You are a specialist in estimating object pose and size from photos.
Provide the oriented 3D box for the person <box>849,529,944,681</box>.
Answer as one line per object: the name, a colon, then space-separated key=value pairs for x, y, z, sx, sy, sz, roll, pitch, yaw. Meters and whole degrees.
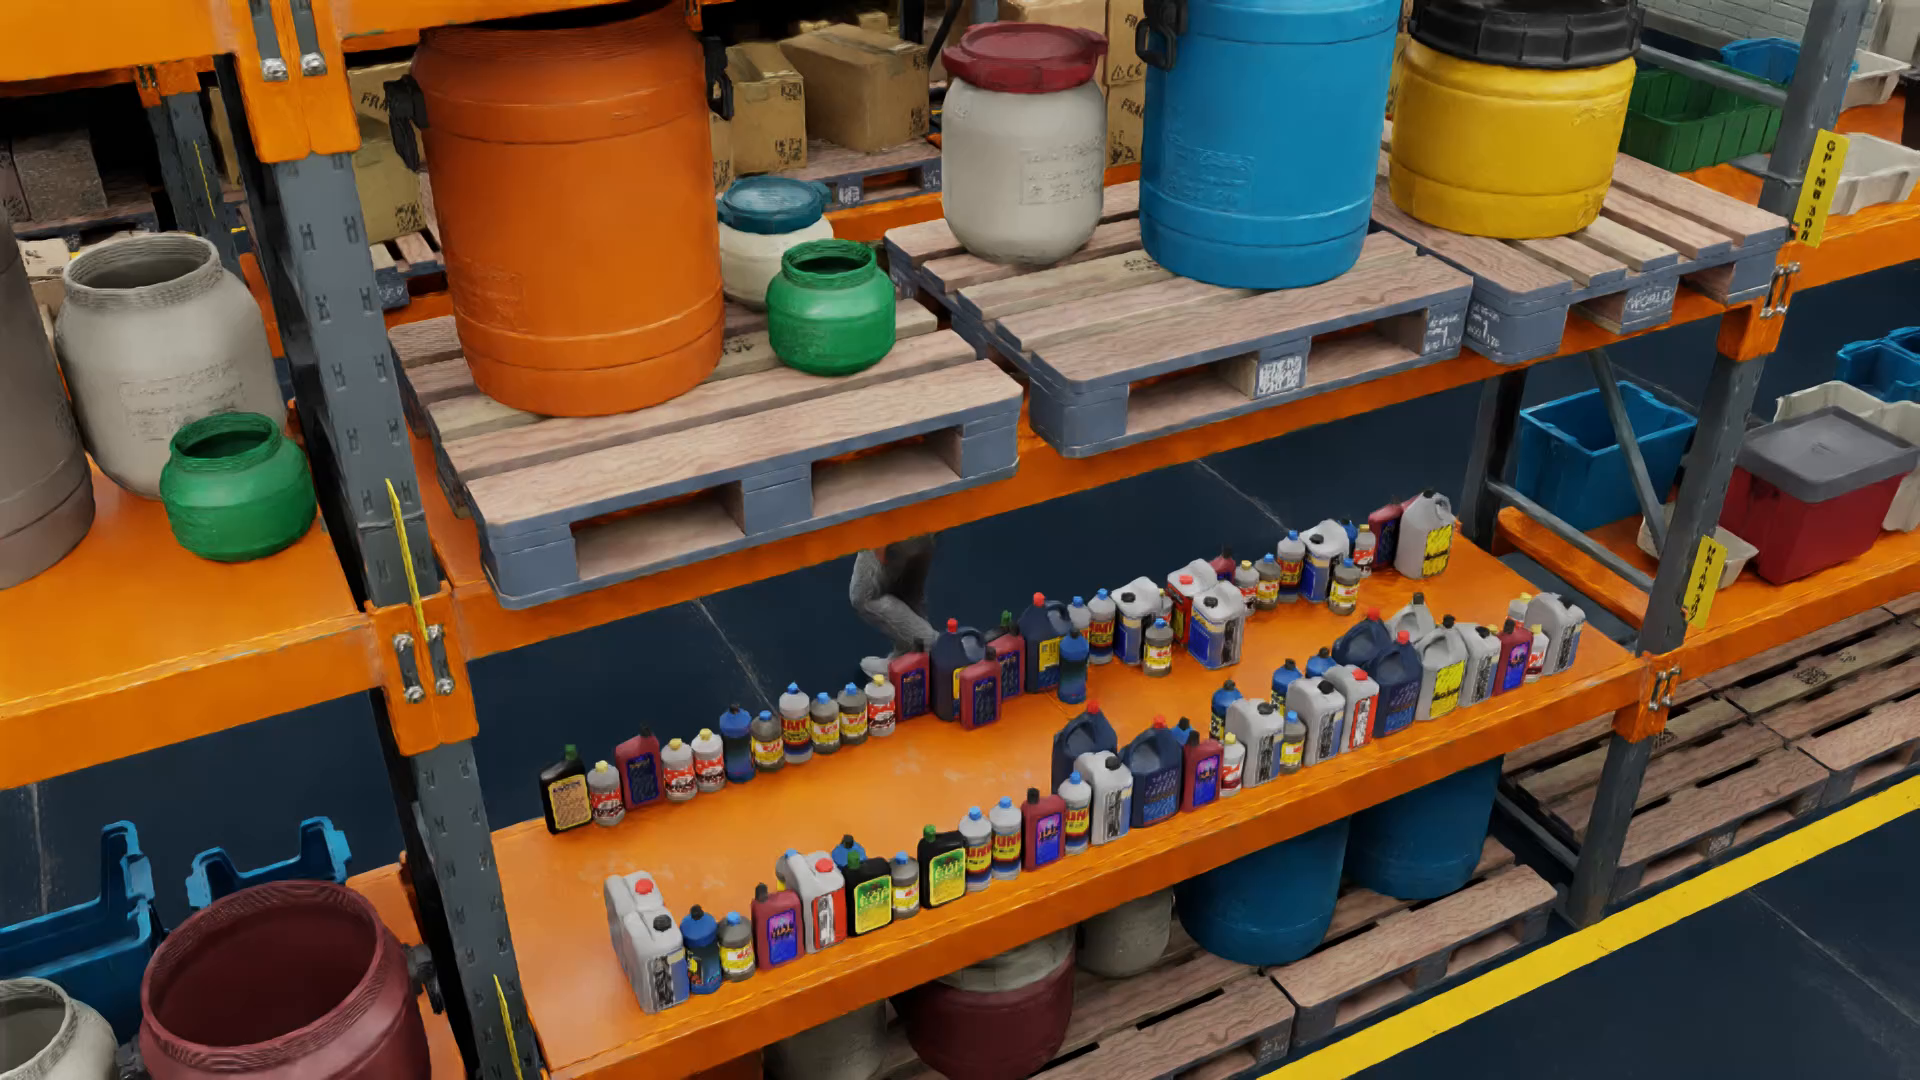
person: x=-0.194 y=-0.121 z=7.308 sx=0.523 sy=1.751 sz=0.592 roll=12 pitch=35 yaw=17
